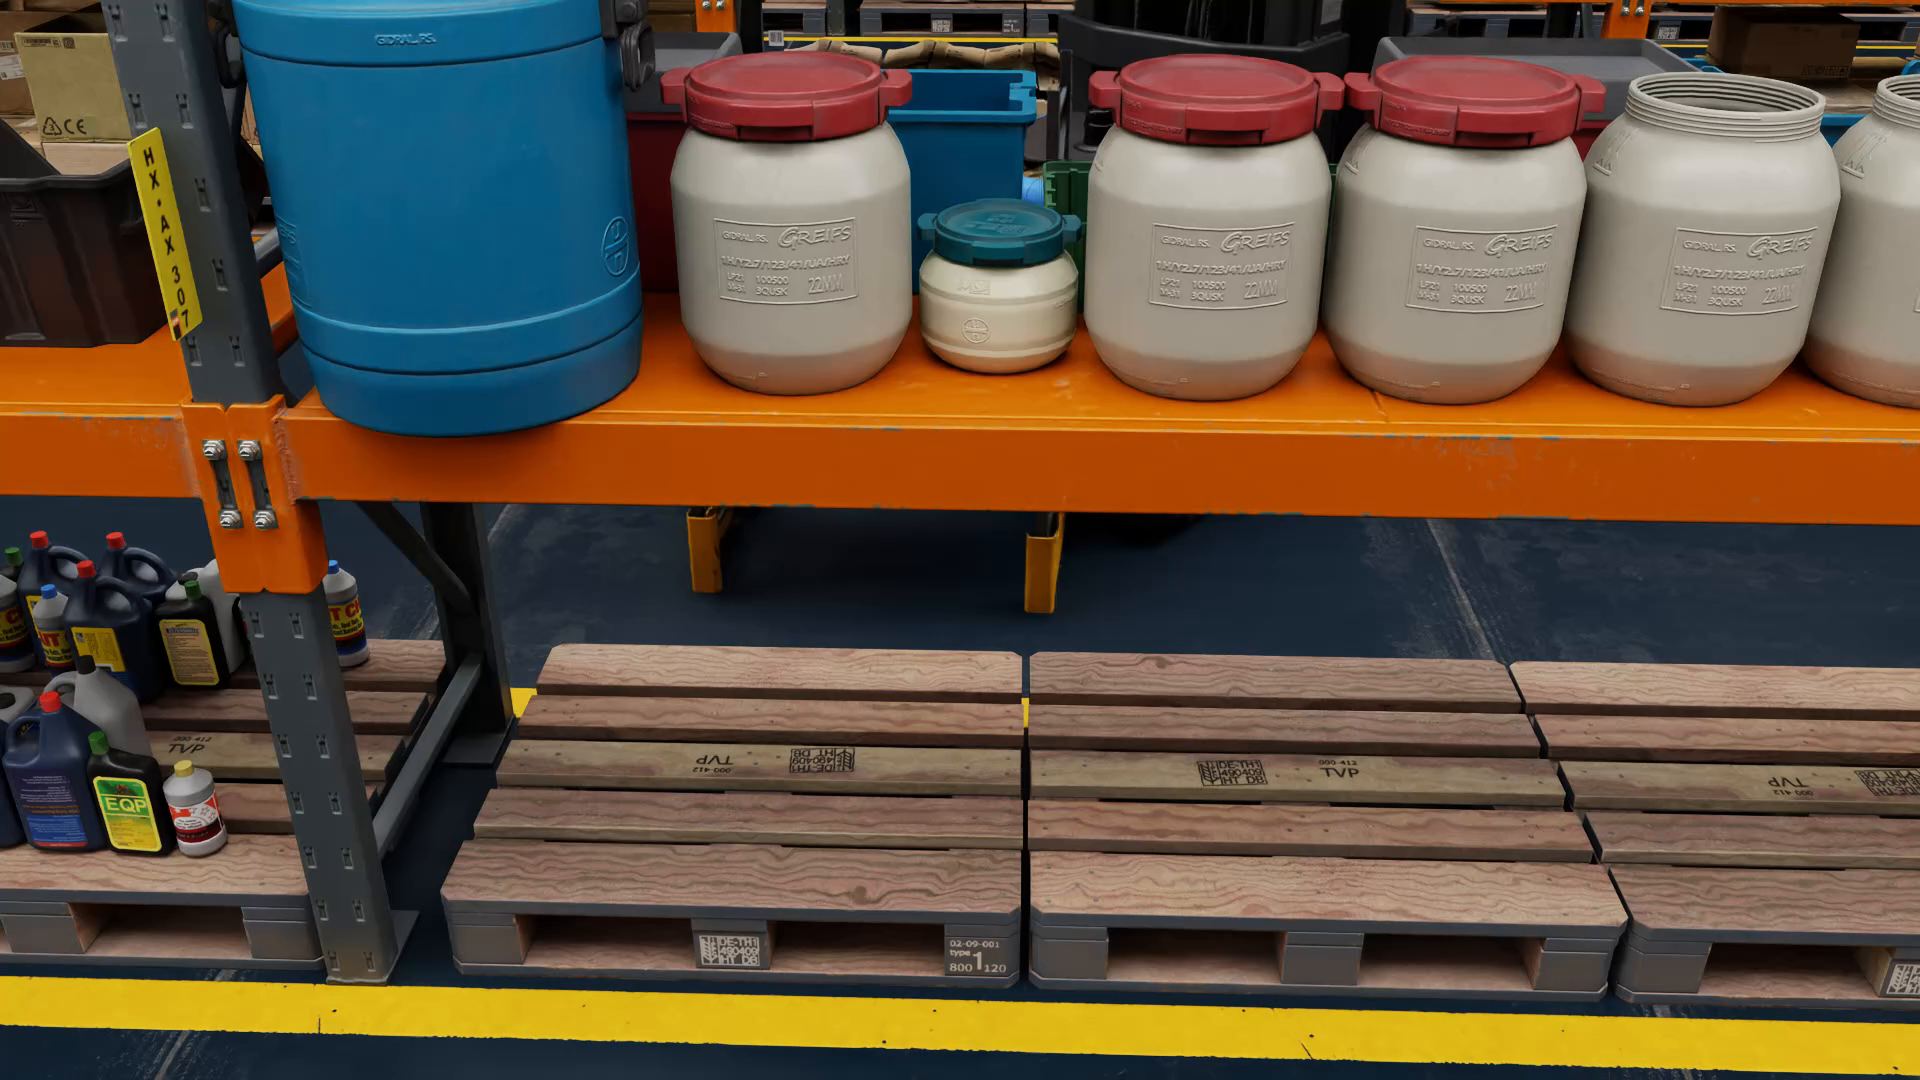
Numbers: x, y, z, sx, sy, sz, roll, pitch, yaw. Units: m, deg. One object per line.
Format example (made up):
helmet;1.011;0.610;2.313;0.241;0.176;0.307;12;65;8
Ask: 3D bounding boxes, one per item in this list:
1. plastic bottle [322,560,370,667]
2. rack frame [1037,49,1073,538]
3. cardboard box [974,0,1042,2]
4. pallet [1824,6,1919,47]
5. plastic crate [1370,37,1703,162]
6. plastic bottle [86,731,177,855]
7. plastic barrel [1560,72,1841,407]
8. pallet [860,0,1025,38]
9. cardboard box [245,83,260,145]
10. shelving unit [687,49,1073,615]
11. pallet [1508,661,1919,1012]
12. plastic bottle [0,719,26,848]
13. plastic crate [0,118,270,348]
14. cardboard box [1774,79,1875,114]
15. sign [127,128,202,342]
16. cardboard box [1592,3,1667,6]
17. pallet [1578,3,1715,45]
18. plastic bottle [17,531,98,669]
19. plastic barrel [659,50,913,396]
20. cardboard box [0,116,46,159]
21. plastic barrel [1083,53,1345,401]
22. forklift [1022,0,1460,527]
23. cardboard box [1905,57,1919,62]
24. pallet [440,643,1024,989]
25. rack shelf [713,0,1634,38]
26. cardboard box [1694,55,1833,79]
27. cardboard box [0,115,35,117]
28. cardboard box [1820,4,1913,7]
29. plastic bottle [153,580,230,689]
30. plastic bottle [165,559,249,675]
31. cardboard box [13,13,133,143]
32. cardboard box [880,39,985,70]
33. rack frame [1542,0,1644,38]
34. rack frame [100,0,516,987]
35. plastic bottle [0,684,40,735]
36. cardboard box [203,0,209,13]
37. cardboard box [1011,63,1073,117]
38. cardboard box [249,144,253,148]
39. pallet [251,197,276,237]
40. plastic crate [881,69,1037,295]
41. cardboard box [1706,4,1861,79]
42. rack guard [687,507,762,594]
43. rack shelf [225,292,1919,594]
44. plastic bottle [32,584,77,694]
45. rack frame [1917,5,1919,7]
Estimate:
plastic bottle;-1.549;0.177;4.158;0.097;0.271;0.097;0;28;0
rack frame;0.266;-0.582;4.747;0.032;1.500;0.500;3;28;6
cardboard box;0.358;-4.362;12.475;0.500;0.500;0.700;0;28;1
pallet;6.325;-3.874;12.334;1.213;0.211;1.003;1;28;2
plastic crate;1.147;-0.756;3.405;0.583;0.464;0.402;1;28;2
plastic bottle;-1.738;0.528;3.482;0.133;0.283;0.061;2;28;4
plastic barrel;1.295;-0.531;2.930;0.421;0.512;0.421;0;28;0
pallet;-0.118;-4.017;12.603;1.213;0.211;1.003;1;28;2
cardboard box;-3.038;-2.172;7.831;0.500;0.500;0.500;1;28;2
shelving unit;-0.229;-0.611;4.802;1.083;1.500;0.587;3;28;6
pallet;1.979;0.643;3.811;1.213;0.211;1.003;1;28;2
plastic bottle;-2.092;0.473;3.514;0.185;0.351;0.144;0;28;-1
plastic crate;-1.765;-0.665;3.368;0.504;0.338;0.767;1;28;2
cardboard box;3.898;-1.819;7.678;0.500;0.500;0.500;0;28;0
sign;-1.276;-0.489;2.674;0.005;0.325;0.100;1;28;2
cardboard box;4.707;-4.340;12.081;0.750;0.750;0.750;1;28;2
pallet;5.102;-3.893;12.369;1.213;0.211;1.003;1;28;2
plastic bottle;-2.227;0.141;4.139;0.185;0.351;0.144;0;28;0
plastic barrel;-0.298;-0.566;2.969;0.433;0.535;0.433;0;28;0
cardboard box;-4.537;-1.866;8.055;0.500;0.250;0.500;1;28;2
plastic barrel;0.436;-0.554;2.946;0.433;0.535;0.433;0;28;0
forklift;1.147;-1.955;5.808;1.130;2.935;3.031;21;34;34
cardboard box;4.915;-2.046;8.107;0.500;0.500;0.500;0;28;0
pallet;-0.460;0.603;3.888;1.213;0.211;1.003;1;28;2
rack shelf;0.931;-2.592;7.704;4.000;0.370;1.077;1;28;2
cardboard box;3.873;-2.061;8.134;0.500;0.500;0.500;2;28;4
cardboard box;-4.519;-2.109;8.513;0.500;0.250;0.500;1;28;2
cardboard box;6.444;-4.315;12.034;0.750;0.750;0.750;1;28;2
plastic bottle;-1.876;0.229;4.047;0.133;0.283;0.061;1;28;2
plastic bottle;-1.873;0.182;4.142;0.135;0.276;0.152;2;28;4
cardboard box;-4.037;-2.190;7.866;0.500;0.500;0.500;1;28;2
cardboard box;-0.132;-2.283;8.242;0.500;0.311;0.500;2;28;3
rack frame;2.930;-2.876;7.474;0.127;3.000;1.000;1;28;2
rack frame;-1.246;-0.624;3.225;0.127;3.000;1.000;1;28;2
plastic bottle;-2.111;0.436;3.663;0.135;0.276;0.152;1;28;2
cardboard box;-3.519;-2.431;8.321;0.500;0.500;0.500;1;28;2
cardboard box;0.354;-2.019;7.744;0.500;0.311;0.500;0;28;0
cardboard box;-3.537;-1.851;8.027;0.500;0.250;0.500;1;28;2
pallet;-3.083;-1.762;8.349;1.213;0.211;1.003;1;28;2
plastic crate;-0.133;-0.744;3.469;0.575;0.384;0.392;1;28;2
cardboard box;3.929;-2.393;7.960;0.500;0.250;0.500;2;28;4
rack guard;-0.724;-0.088;5.149;0.087;0.250;0.587;3;28;6
rack shelf;0.753;-0.273;3.331;4.000;0.370;1.077;1;28;2
plastic bottle;-2.187;0.234;4.050;0.097;0.271;0.097;0;28;0
rack frame;7.099;-5.129;11.723;0.127;3.000;1.000;1;28;2
